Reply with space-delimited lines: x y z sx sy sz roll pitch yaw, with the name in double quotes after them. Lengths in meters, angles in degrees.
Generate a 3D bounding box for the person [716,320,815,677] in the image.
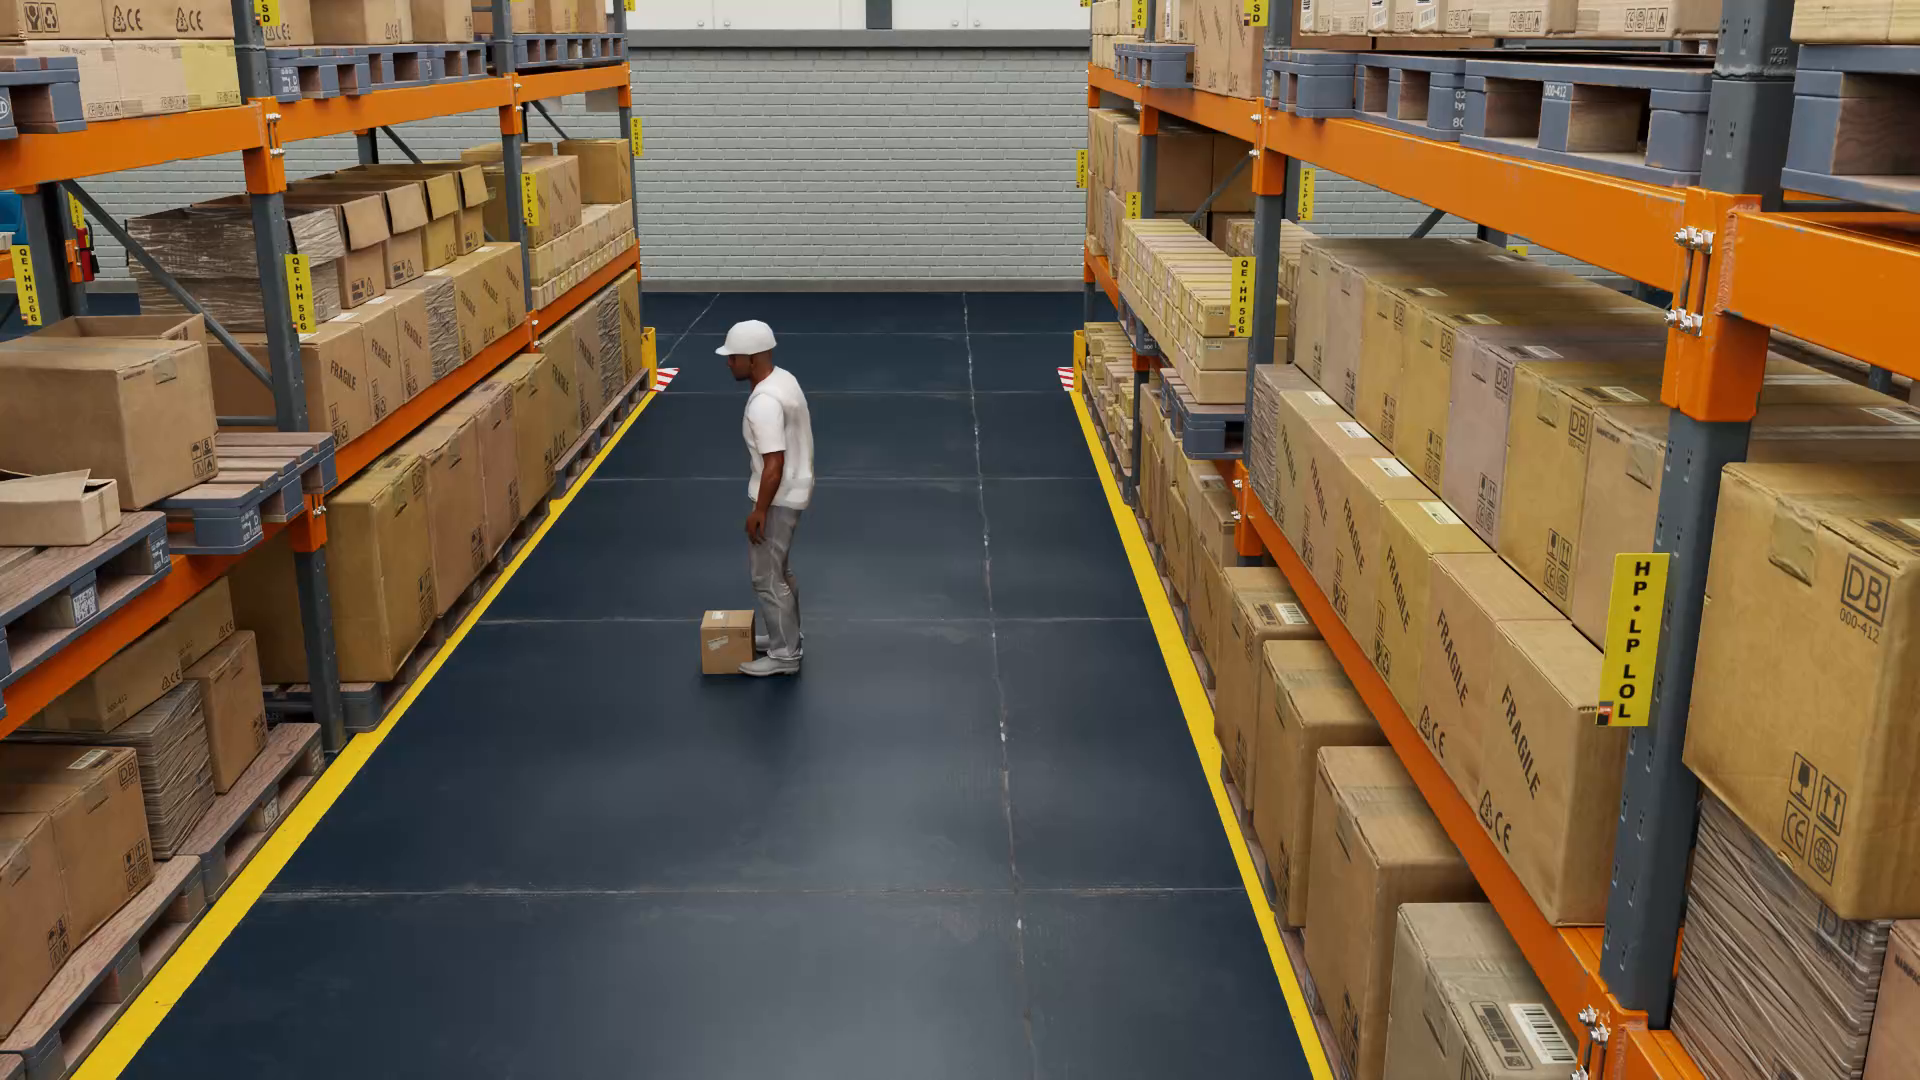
-0.942 -0.213 8.210 0.457 1.761 0.620 0 17 0 "person"
